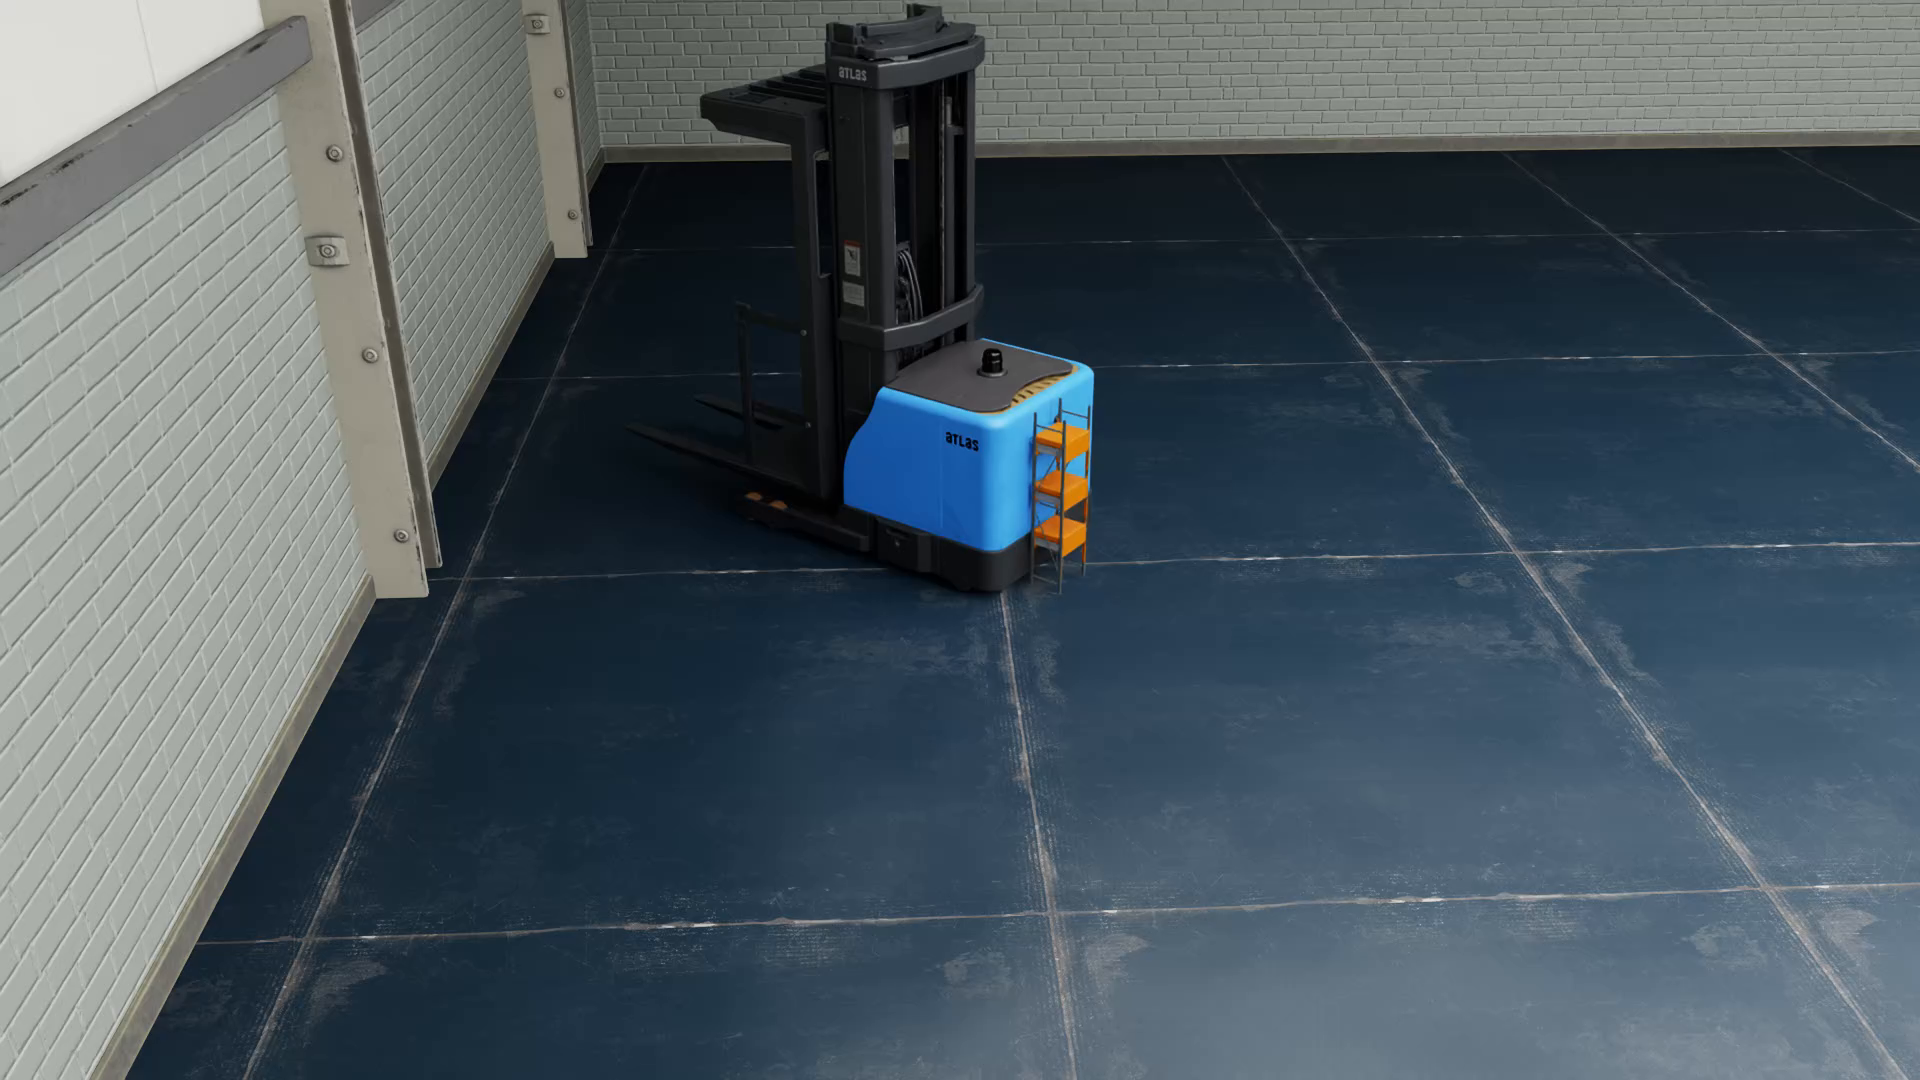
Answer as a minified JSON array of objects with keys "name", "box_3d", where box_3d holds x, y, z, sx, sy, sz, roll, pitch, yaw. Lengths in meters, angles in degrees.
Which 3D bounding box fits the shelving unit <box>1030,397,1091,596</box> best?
[{"name":"shelving unit","box_3d":[0.544,-0.228,9.053,0.215,1.050,0.252,19,33,31]}]

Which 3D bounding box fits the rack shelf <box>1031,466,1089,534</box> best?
[{"name":"rack shelf","box_3d":[0.544,-0.219,9.058,0.215,0.259,0.240,19,33,31]}]

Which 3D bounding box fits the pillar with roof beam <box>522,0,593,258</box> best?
[{"name":"pillar with roof beam","box_3d":[0.887,-6.639,12.748,9.100,9.000,0.400,-1,28,-3]}]

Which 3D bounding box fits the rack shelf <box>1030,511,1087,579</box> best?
[{"name":"rack shelf","box_3d":[0.544,0.027,9.186,0.215,0.259,0.240,19,33,31]}]

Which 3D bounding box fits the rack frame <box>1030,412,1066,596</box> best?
[{"name":"rack frame","box_3d":[0.472,-0.183,8.965,0.200,1.050,0.008,19,33,31]}]

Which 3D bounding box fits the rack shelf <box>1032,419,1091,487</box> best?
[{"name":"rack shelf","box_3d":[0.544,-0.471,8.926,0.215,0.259,0.240,19,33,31]}]

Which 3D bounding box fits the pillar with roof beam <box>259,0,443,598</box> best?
[{"name":"pillar with roof beam","box_3d":[1.201,-3.868,7.436,9.100,9.000,0.400,-1,28,-3]}]

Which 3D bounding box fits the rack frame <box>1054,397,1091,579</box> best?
[{"name":"rack frame","box_3d":[0.615,-0.274,9.140,0.200,1.050,0.008,19,33,31]}]

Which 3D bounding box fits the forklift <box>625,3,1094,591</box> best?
[{"name":"forklift","box_3d":[-0.727,-1.543,9.539,3.031,2.935,1.130,19,33,31]}]
